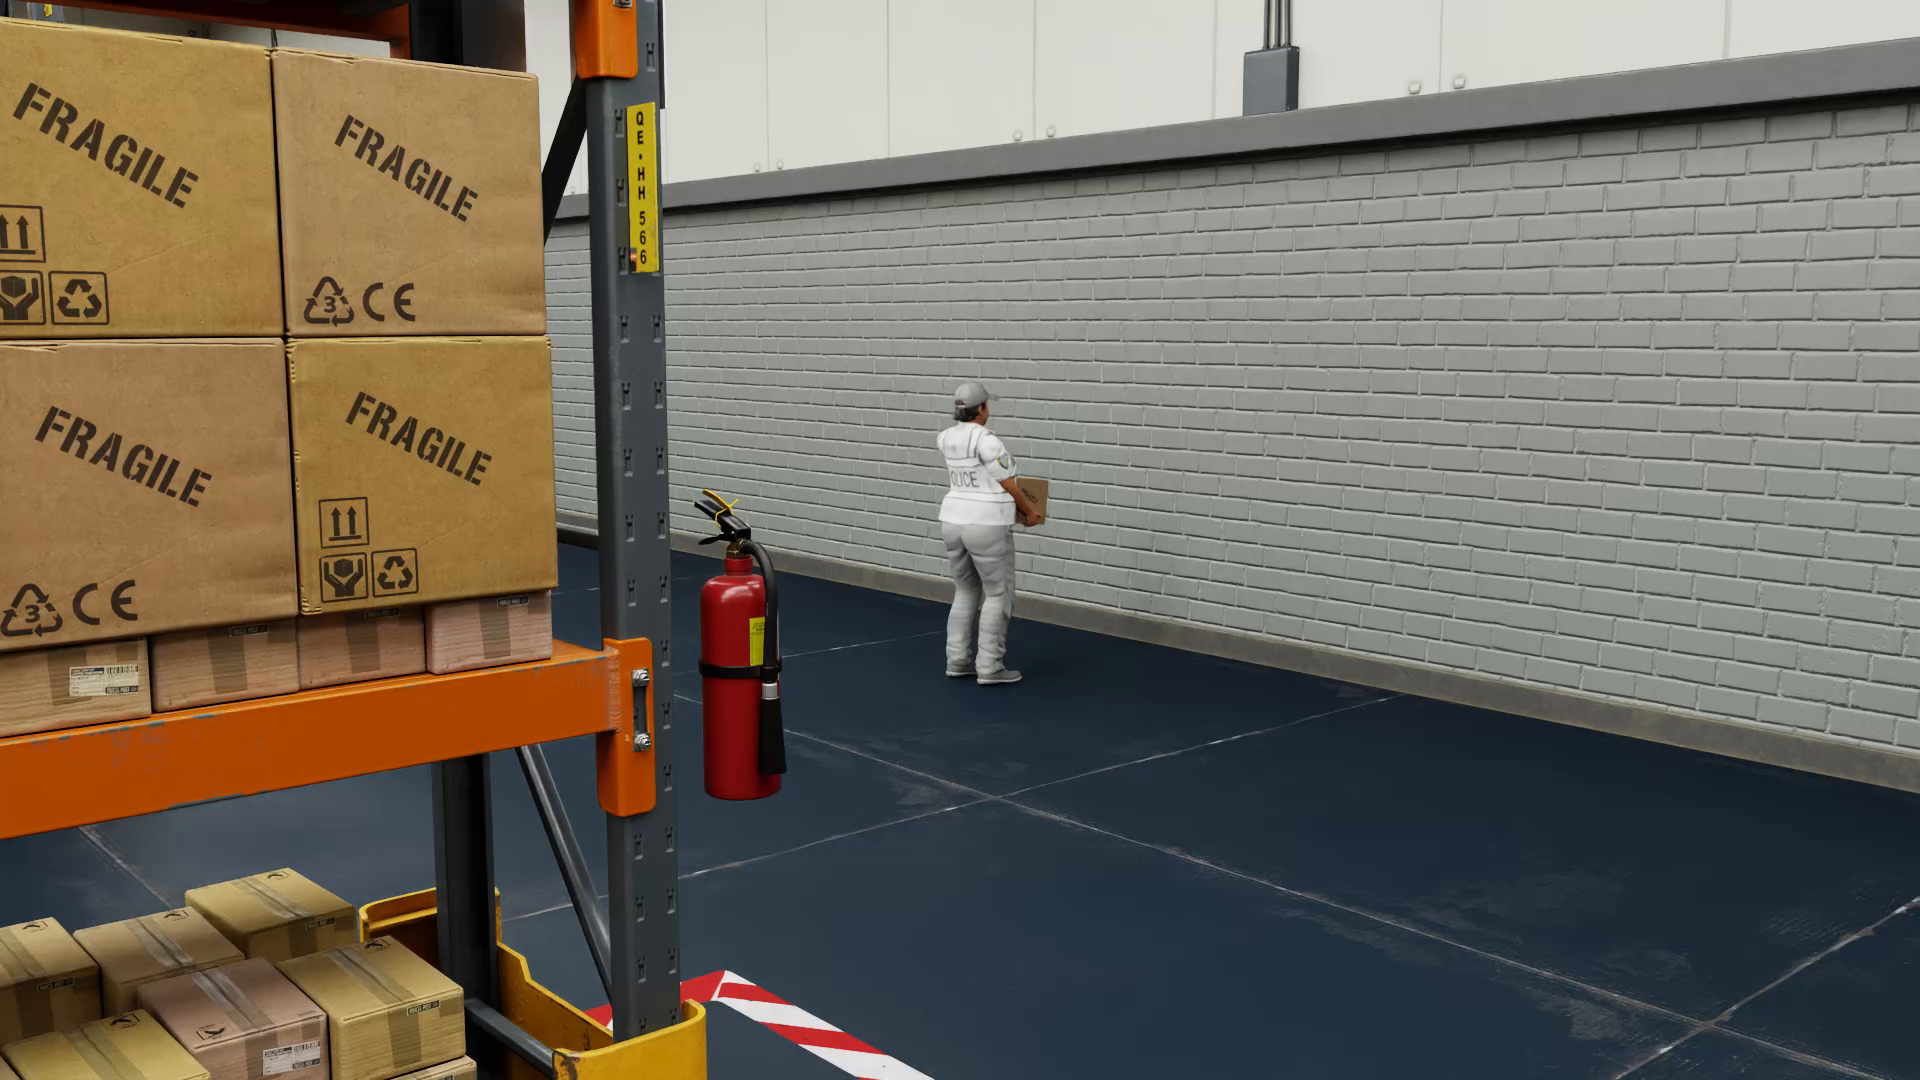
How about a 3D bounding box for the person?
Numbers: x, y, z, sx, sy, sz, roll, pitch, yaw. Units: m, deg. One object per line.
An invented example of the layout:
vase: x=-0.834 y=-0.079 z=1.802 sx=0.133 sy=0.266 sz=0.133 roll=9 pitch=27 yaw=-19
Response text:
person: x=0.162 y=-0.050 z=9.199 sx=0.541 sy=1.657 sz=0.455 roll=-6 pitch=10 yaw=-40
